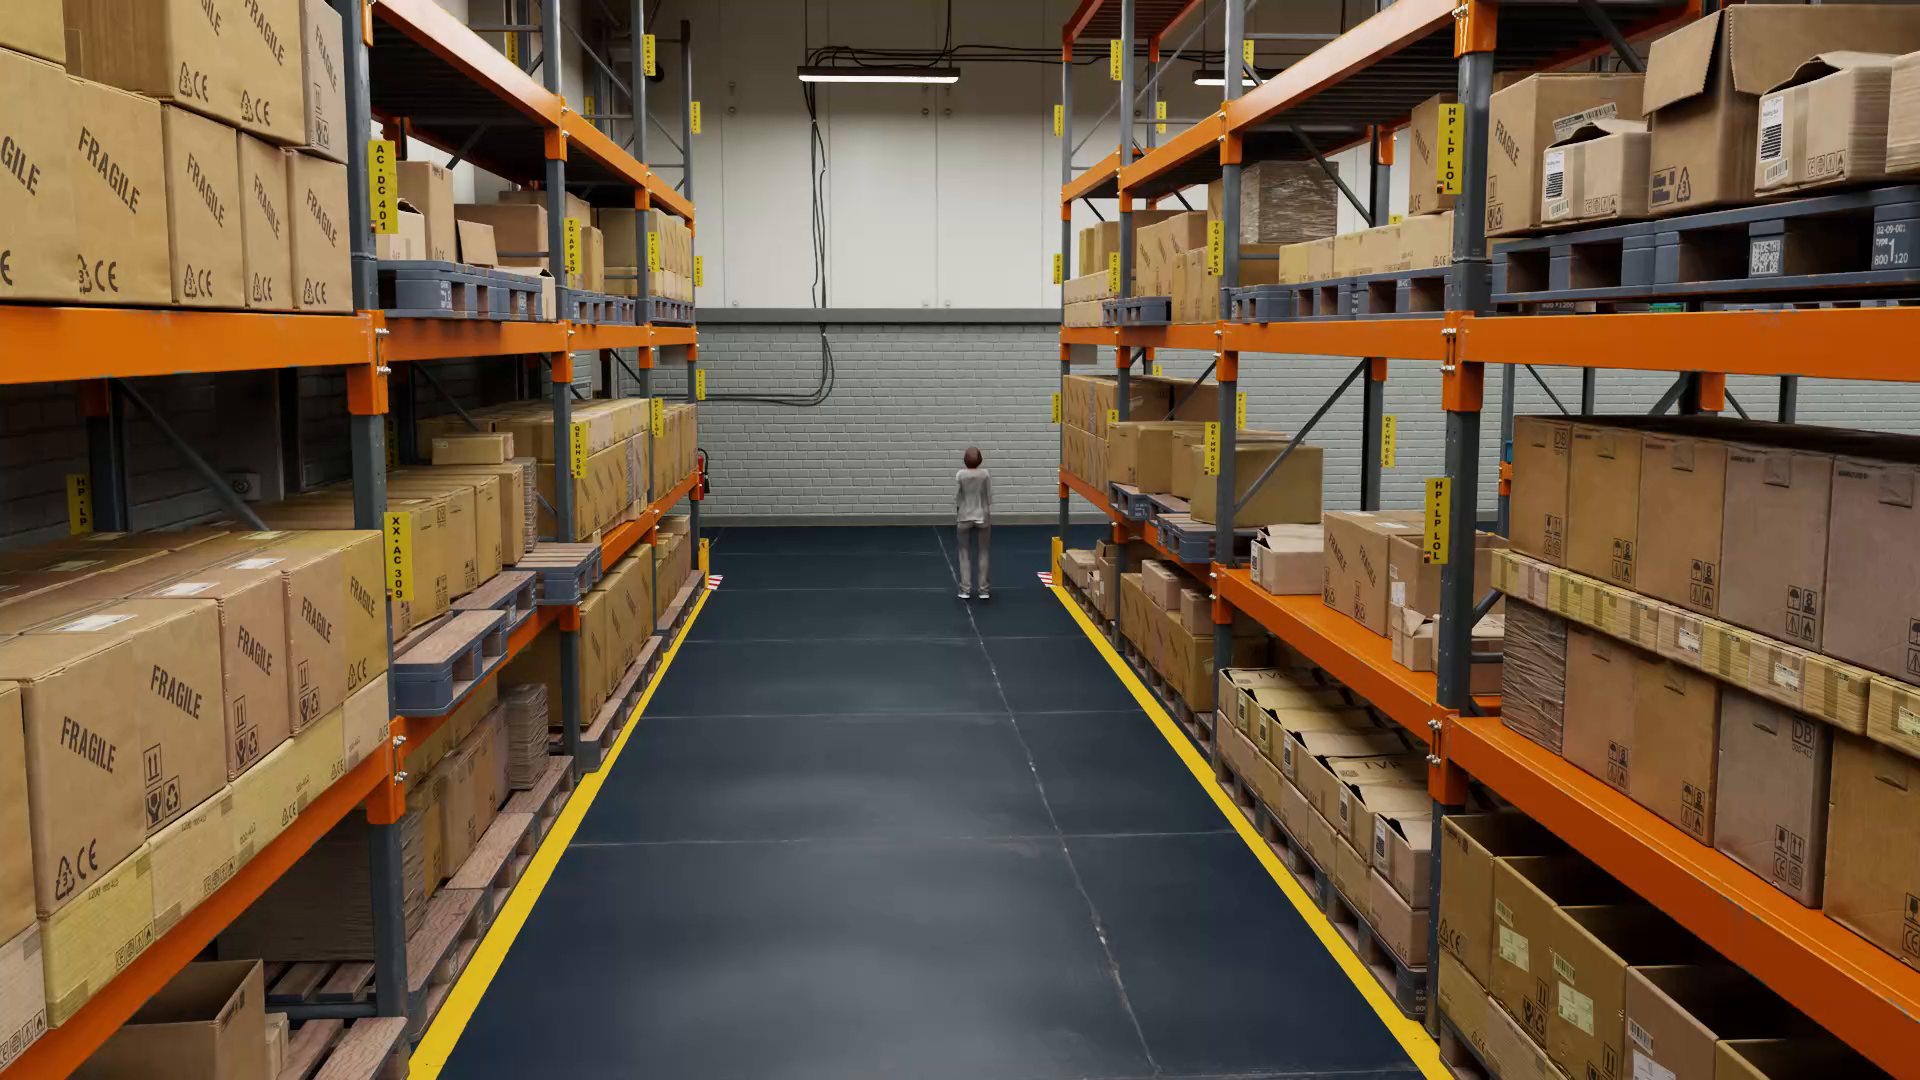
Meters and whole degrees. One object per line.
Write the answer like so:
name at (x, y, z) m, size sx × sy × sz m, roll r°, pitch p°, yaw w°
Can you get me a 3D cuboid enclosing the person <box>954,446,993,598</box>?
person at (0.138, -0.189, 17.347) m, size 0.405 × 1.594 × 0.489 m, roll 0°, pitch 7°, yaw -3°
